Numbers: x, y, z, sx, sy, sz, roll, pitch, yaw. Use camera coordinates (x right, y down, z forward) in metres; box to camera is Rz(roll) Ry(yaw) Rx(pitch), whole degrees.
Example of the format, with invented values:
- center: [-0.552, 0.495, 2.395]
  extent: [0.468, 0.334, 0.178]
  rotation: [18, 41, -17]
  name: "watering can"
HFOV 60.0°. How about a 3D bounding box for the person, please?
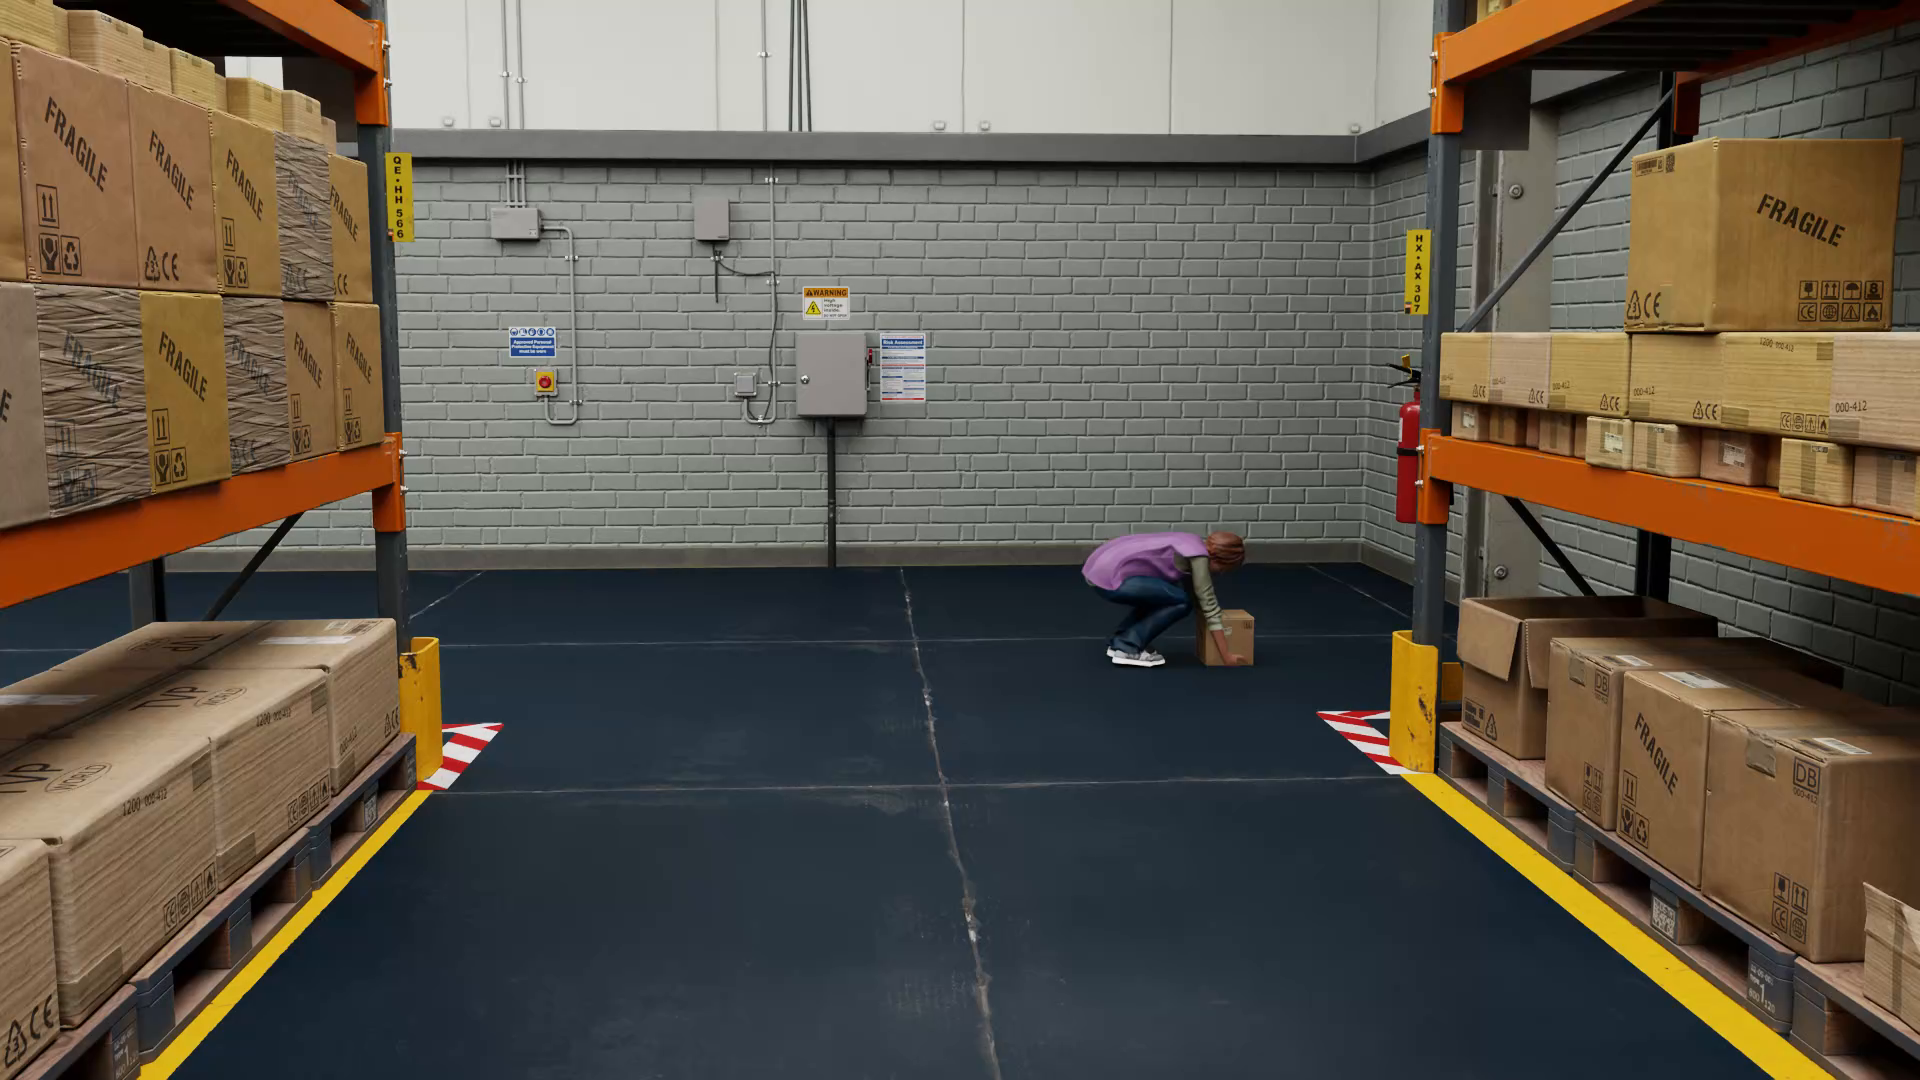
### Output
- center: [1.058, 0.306, 8.629]
  extent: [0.863, 0.694, 0.421]
  rotation: [-1, 7, -5]
  name: "person"
